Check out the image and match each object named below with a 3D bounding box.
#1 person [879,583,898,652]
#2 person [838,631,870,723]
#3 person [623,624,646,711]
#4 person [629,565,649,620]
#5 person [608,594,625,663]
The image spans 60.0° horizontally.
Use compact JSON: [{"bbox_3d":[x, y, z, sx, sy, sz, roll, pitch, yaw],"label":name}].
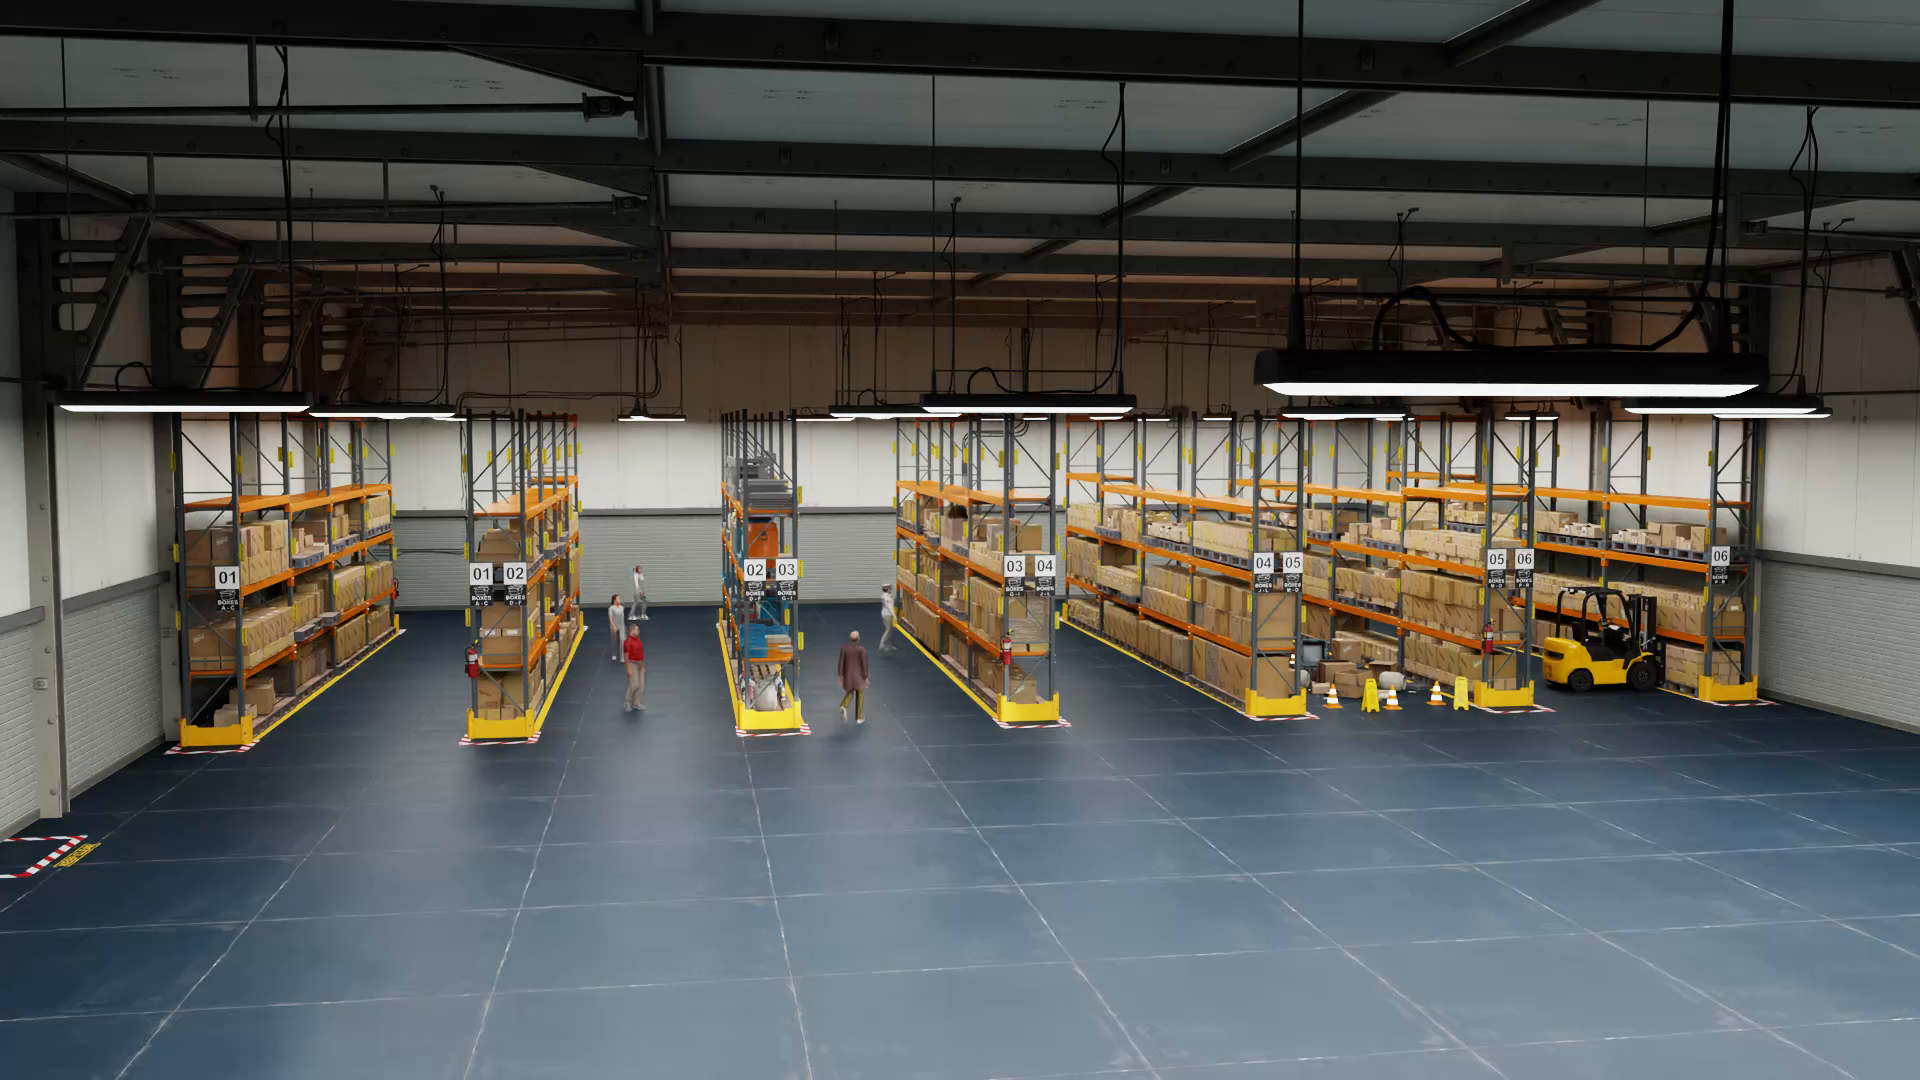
[{"bbox_3d":[-1.771,1.905,40.878,0.482,1.679,0.511,0,4,-7],"label":"person"},{"bbox_3d":[-2.040,2.620,31.696,0.630,1.769,0.709,2,4,22],"label":"person"},{"bbox_3d":[-6.510,2.582,33.381,0.405,1.794,0.589,2,4,22],"label":"person"},{"bbox_3d":[-9.375,1.542,48.470,0.577,1.613,0.503,0,4,-1],"label":"person"},{"bbox_3d":[-8.227,2.113,39.879,0.401,1.615,0.997,-1,4,-16],"label":"person"}]
